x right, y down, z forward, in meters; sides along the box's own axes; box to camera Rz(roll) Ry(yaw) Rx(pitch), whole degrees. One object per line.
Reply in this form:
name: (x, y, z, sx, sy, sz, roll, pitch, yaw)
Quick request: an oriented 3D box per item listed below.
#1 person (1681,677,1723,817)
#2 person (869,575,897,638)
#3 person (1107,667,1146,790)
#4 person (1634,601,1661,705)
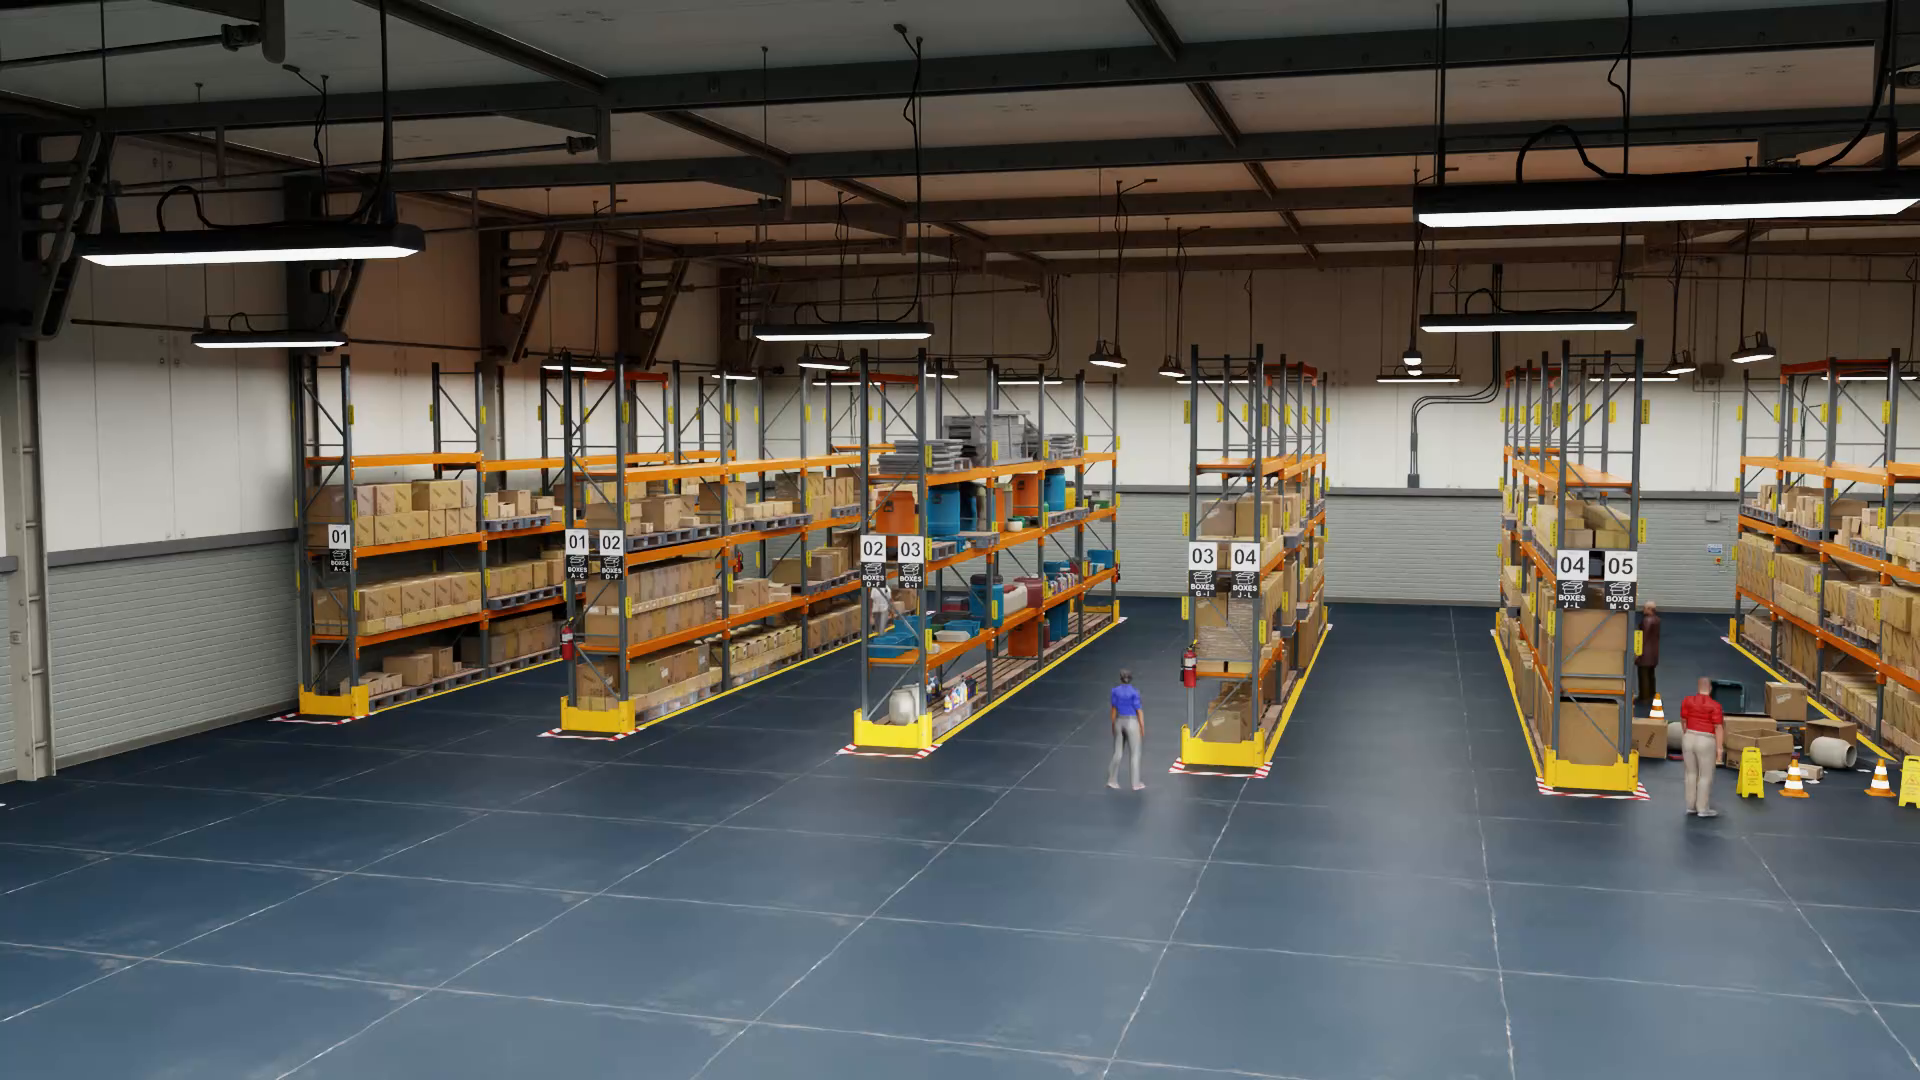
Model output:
person: (9.273, 2.573, 20.754, 0.404, 1.739, 0.552, -3, 5, -31)
person: (-1.639, 1.534, 35.411, 0.566, 1.640, 0.849, 1, 4, 17)
person: (2.275, 2.539, 22.274, 0.439, 1.707, 0.485, -4, 6, -40)
person: (11.891, 1.952, 28.942, 0.661, 1.791, 0.494, -3, 5, -31)
